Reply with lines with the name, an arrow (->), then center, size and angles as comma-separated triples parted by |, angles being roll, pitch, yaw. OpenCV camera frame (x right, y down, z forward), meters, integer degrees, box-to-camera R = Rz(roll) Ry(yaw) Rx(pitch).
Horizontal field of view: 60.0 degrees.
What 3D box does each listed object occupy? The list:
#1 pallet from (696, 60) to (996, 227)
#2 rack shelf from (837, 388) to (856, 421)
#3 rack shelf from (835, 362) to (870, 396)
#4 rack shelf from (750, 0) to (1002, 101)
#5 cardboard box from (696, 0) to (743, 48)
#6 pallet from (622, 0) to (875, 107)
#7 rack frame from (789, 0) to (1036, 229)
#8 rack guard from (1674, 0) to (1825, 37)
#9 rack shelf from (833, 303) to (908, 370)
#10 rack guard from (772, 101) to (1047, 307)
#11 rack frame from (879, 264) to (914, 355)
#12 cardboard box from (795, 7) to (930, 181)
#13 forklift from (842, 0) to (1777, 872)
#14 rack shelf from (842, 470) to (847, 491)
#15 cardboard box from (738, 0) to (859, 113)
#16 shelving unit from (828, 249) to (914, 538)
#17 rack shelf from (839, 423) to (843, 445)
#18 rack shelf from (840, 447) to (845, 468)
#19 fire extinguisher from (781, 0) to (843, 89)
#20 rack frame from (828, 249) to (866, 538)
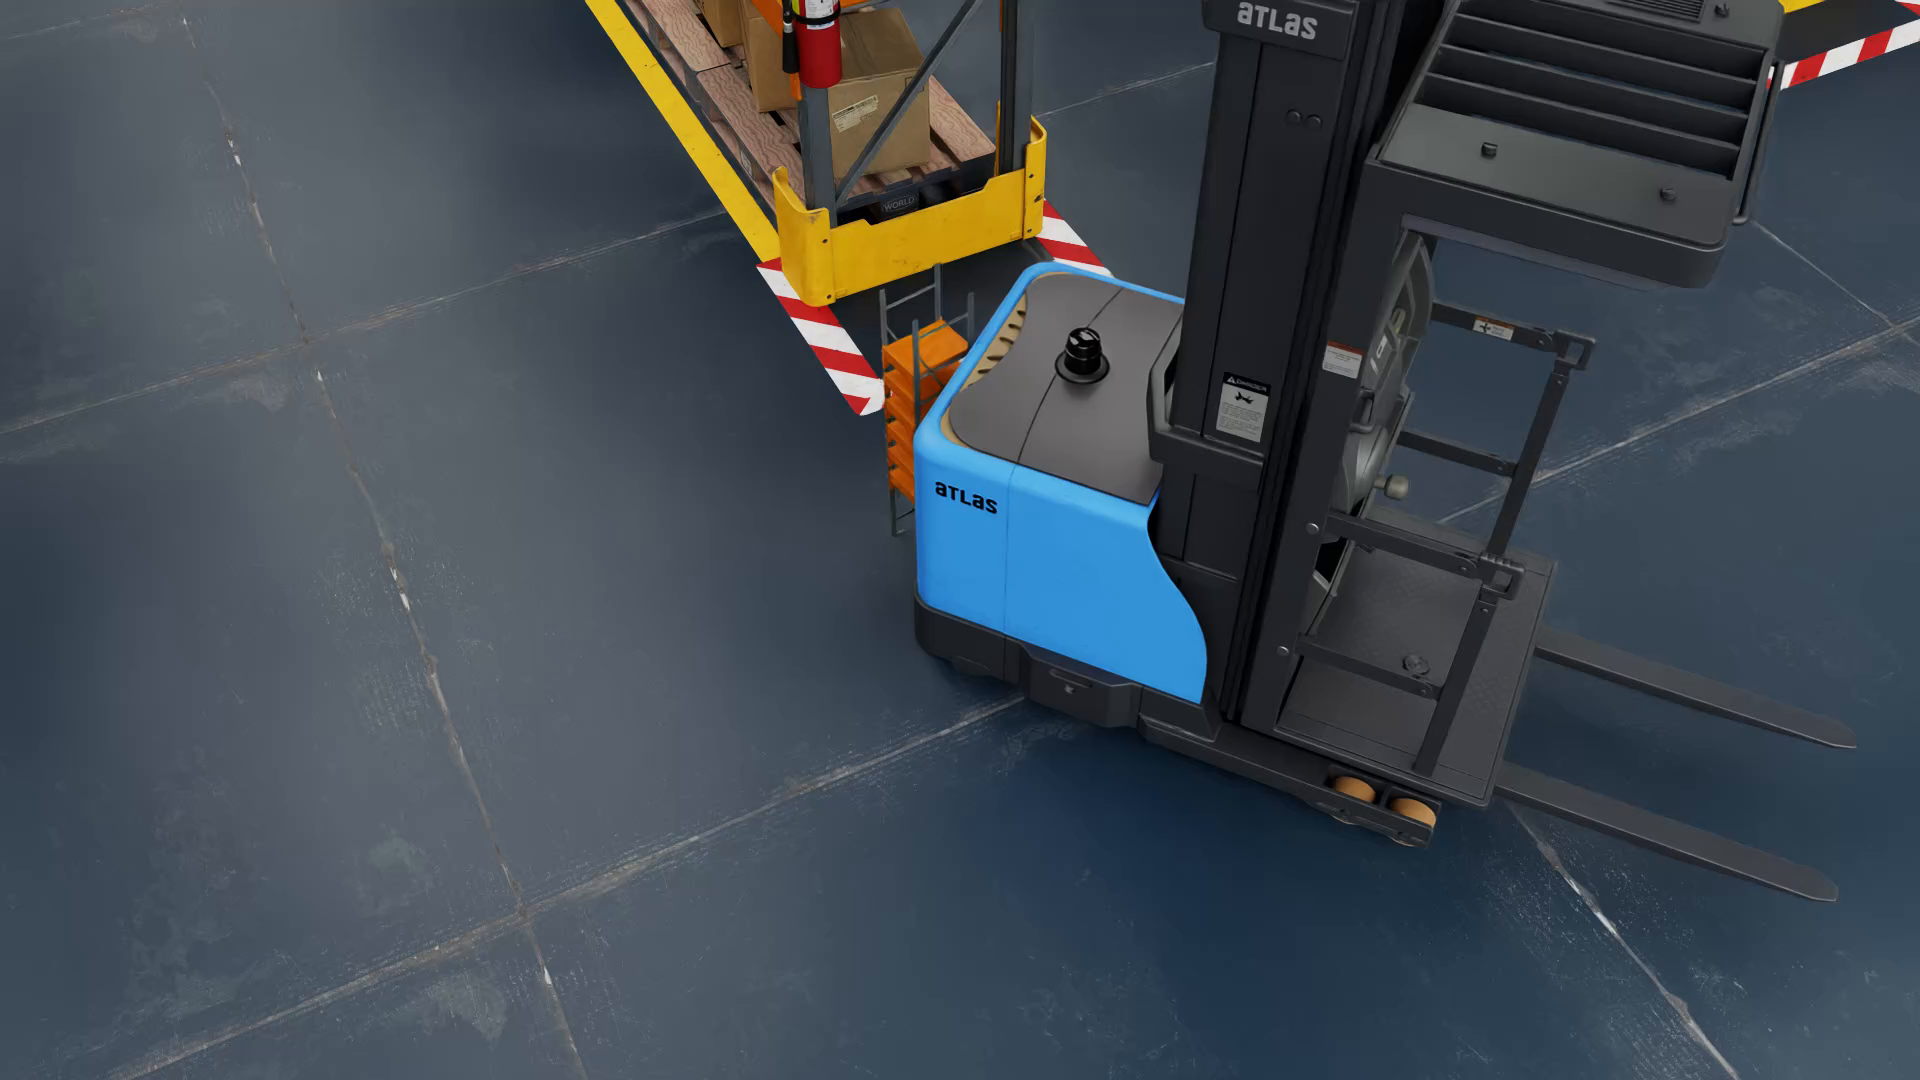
pallet -> -0.545, -1.923, 7.791 | 1.003, 0.211, 1.213 | -21, 52, -18
rack shelf -> -0.290, -0.505, 5.794 | 0.180, 0.103, 0.258 | 19, 52, 16
rack shelf -> -0.290, -0.584, 5.704 | 0.180, 0.103, 0.258 | 19, 52, 16
rack shelf -> -1.085, -3.336, 7.653 | 1.077, 0.370, 4.000 | -21, 52, -18
cardboard box -> -1.015, -2.787, 8.076 | 0.500, 0.500, 0.500 | -17, 51, -14
pallet -> -1.099, -2.738, 8.505 | 1.003, 0.211, 1.213 | -21, 52, -18
rack frame -> -0.170, -2.234, 6.211 | 1.000, 3.000, 0.127 | -21, 52, -18
rack guard -> 4.297, -3.036, 8.573 | 1.175, 0.500, 0.348 | -21, 52, -18
rack shelf -> -0.290, -0.663, 5.613 | 0.180, 0.103, 0.258 | 19, 52, 16
rack guard -> -0.205, -1.462, 7.196 | 1.175, 0.500, 0.348 | -21, 52, -18
rack frame -> -0.207, -0.426, 5.826 | 0.006, 1.200, 0.240 | 19, 52, 16
cardboard box -> -0.441, -1.973, 7.364 | 0.500, 0.500, 0.500 | -13, 50, -11
forklift -> 1.173, -0.514, 4.752 | 3.031, 2.935, 1.130 | 19, 52, 16
rack shelf -> -0.290, -0.268, 6.065 | 0.180, 0.103, 0.258 | 19, 52, 16
cardboard box -> -0.745, -2.361, 7.704 | 0.500, 0.500, 0.500 | -9, 49, -8
shelving unit -> -0.290, -0.455, 5.851 | 0.189, 1.200, 0.258 | 19, 52, 16
rack shelf -> -0.290, -0.426, 5.884 | 0.180, 0.103, 0.258 | 19, 52, 16
rack shelf -> -0.290, -0.347, 5.975 | 0.180, 0.103, 0.258 | 19, 52, 16
fire extinguisher -> -0.527, -1.973, 6.034 | 0.296, 0.674, 0.183 | -21, 52, -18
rack frame -> -0.373, -0.484, 5.876 | 0.006, 1.200, 0.240 | 19, 52, 16
